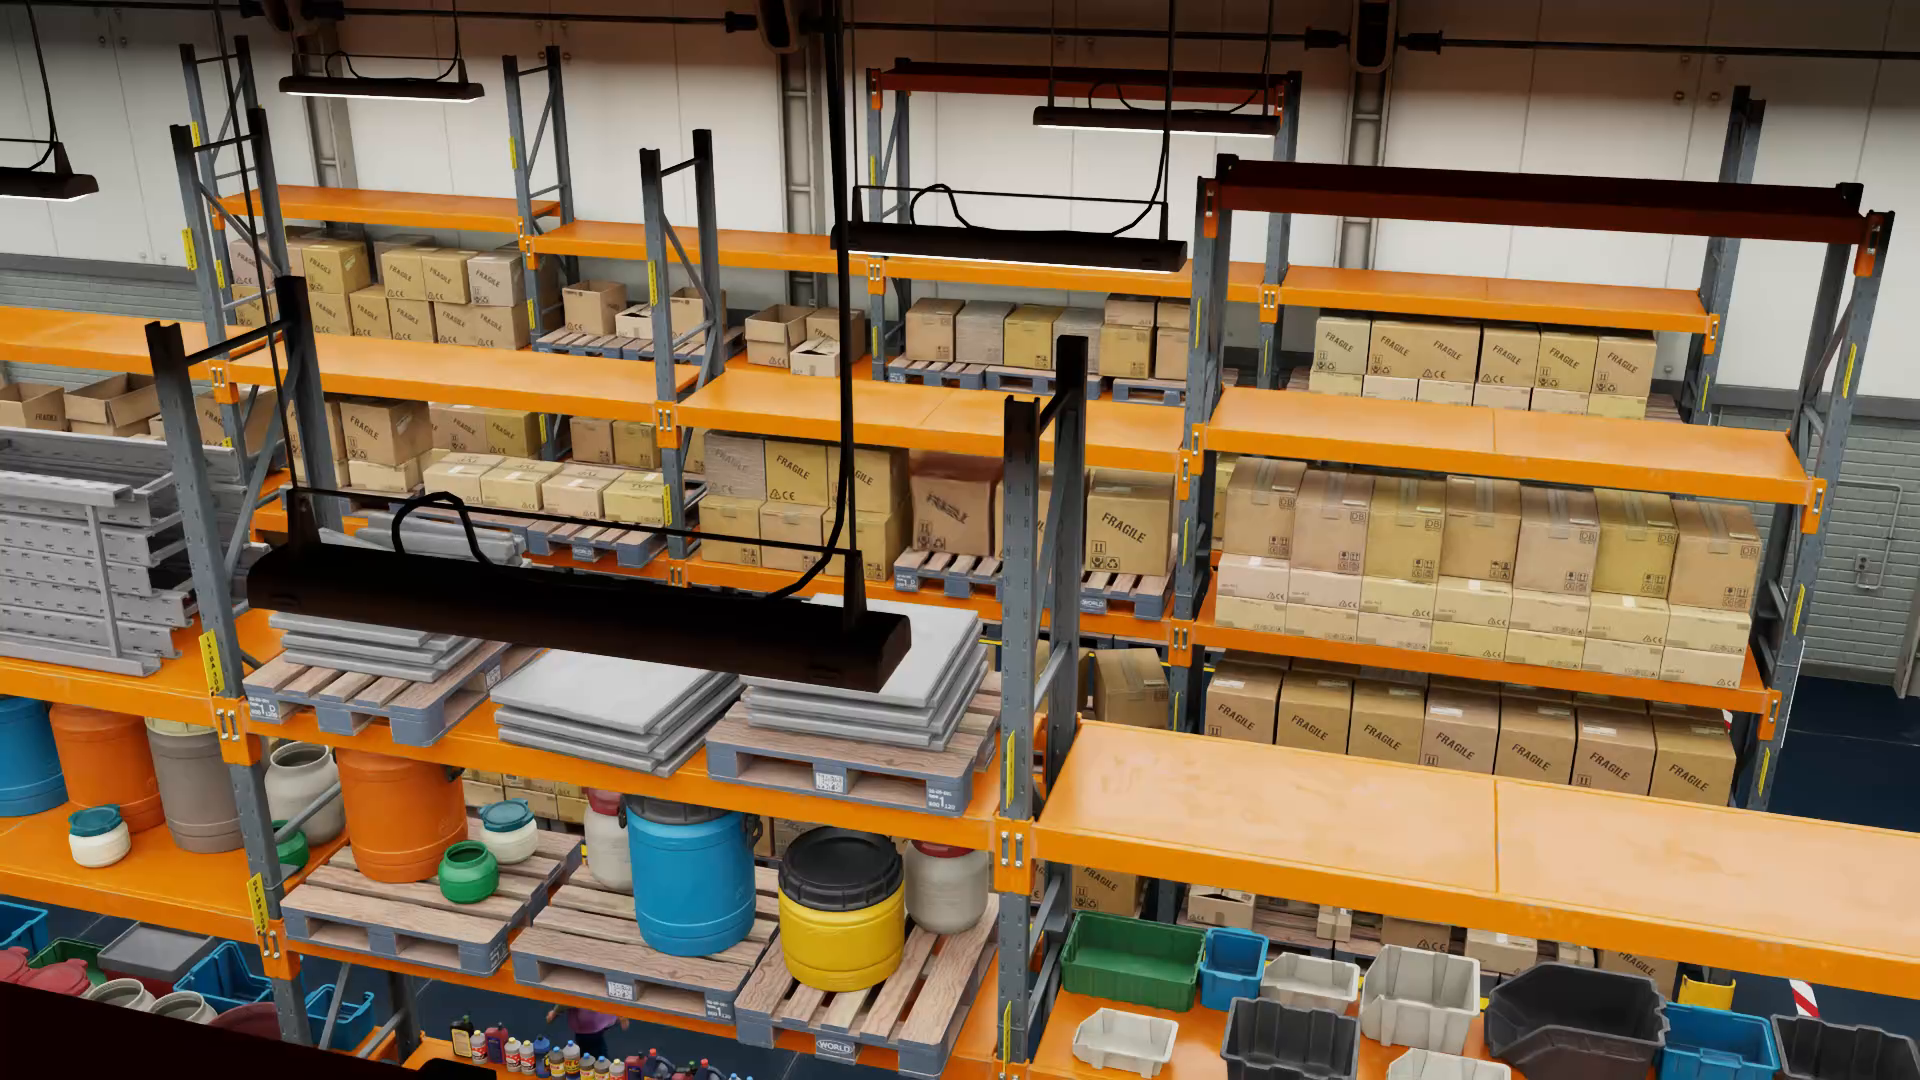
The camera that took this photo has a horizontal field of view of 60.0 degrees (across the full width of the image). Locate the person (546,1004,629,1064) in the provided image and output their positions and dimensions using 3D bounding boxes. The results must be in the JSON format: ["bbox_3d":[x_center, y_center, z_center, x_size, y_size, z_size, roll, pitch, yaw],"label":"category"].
[{"bbox_3d":[-2.500,3.160,11.087,0.903,1.552,0.432,14,26,29],"label":"person"}]
